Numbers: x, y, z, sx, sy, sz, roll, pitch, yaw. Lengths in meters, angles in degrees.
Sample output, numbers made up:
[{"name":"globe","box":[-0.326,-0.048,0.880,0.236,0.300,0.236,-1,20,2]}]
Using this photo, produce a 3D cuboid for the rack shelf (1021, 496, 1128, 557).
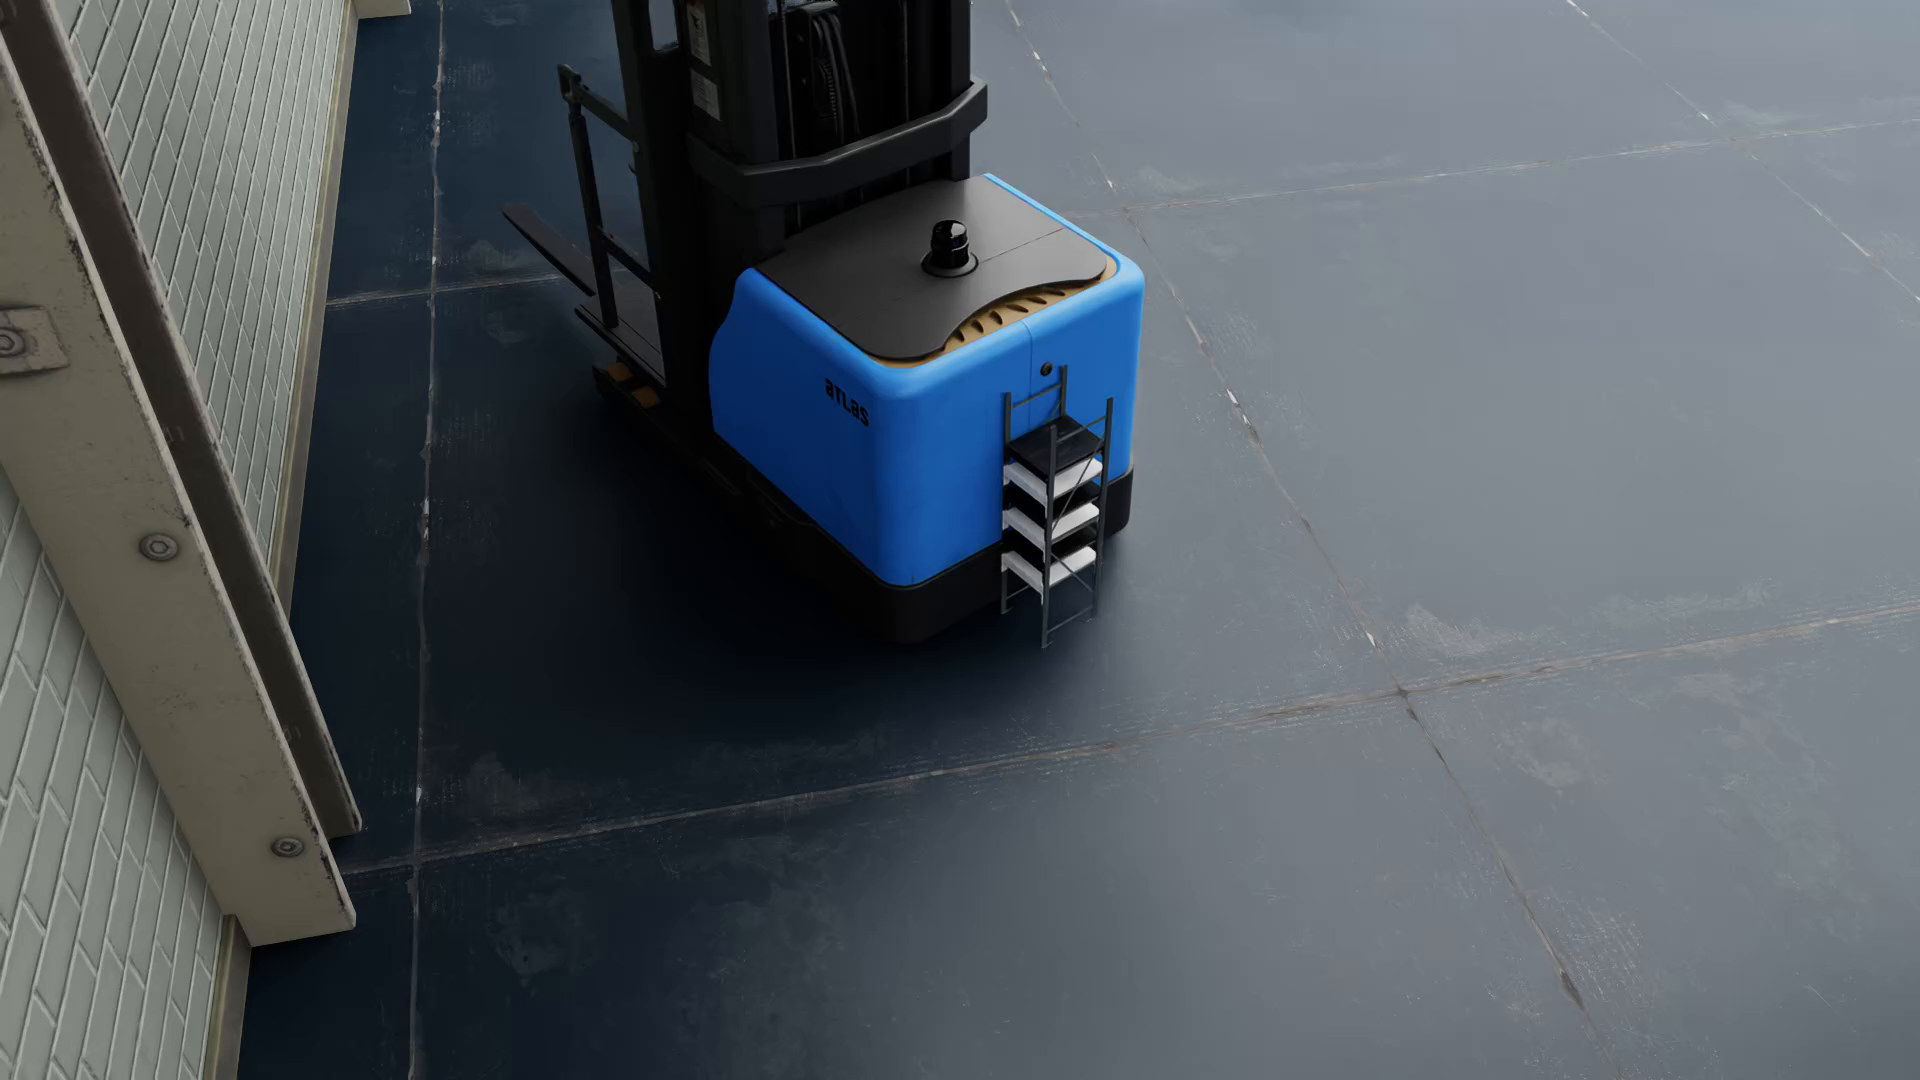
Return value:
[{"name":"rack shelf","box":[0.348,-0.081,5.078,0.258,0.077,0.200,-28,49,-28]}]

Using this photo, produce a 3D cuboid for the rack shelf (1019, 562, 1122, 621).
[{"name":"rack shelf","box":[0.348,0.121,5.257,0.258,0.077,0.200,-28,49,-28]}]

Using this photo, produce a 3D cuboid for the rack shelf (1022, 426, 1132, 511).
[{"name":"rack shelf","box":[0.348,-0.216,4.959,0.258,0.077,0.200,-28,49,-28]}]

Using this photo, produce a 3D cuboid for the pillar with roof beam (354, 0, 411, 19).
[{"name":"pillar with roof beam","box":[1.059,-6.914,6.760,9.100,9.000,0.400,-8,42,-9]}]

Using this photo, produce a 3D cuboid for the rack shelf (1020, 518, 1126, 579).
[{"name":"rack shelf","box":[0.348,-0.014,5.138,0.258,0.077,0.200,-28,49,-28]}]

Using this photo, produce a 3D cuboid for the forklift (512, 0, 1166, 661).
[{"name":"forklift","box":[-0.670,-1.638,5.387,1.130,2.935,3.031,-28,49,-28]}]

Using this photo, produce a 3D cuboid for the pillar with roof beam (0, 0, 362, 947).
[{"name":"pillar with roof beam","box":[2.354,-3.025,2.379,9.100,9.000,0.400,-8,42,-9]}]

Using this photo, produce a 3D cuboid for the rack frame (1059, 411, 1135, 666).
[{"name":"rack frame","box":[0.411,0.014,5.056,0.240,0.900,0.006,-28,49,-28]}]

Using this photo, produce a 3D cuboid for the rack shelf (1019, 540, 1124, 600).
[{"name":"rack shelf","box":[0.348,0.054,5.198,0.258,0.077,0.200,-28,49,-28]}]

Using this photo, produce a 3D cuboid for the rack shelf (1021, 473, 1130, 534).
[{"name":"rack shelf","box":[0.348,-0.148,5.018,0.258,0.077,0.200,-28,49,-28]}]

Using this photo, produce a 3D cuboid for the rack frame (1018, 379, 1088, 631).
[{"name":"rack frame","box":[0.285,-0.091,5.175,0.240,0.900,0.006,-28,49,-28]}]

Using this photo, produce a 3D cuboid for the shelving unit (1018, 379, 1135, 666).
[{"name":"shelving unit","box":[0.348,-0.039,5.116,0.258,0.900,0.210,-28,49,-28]}]
